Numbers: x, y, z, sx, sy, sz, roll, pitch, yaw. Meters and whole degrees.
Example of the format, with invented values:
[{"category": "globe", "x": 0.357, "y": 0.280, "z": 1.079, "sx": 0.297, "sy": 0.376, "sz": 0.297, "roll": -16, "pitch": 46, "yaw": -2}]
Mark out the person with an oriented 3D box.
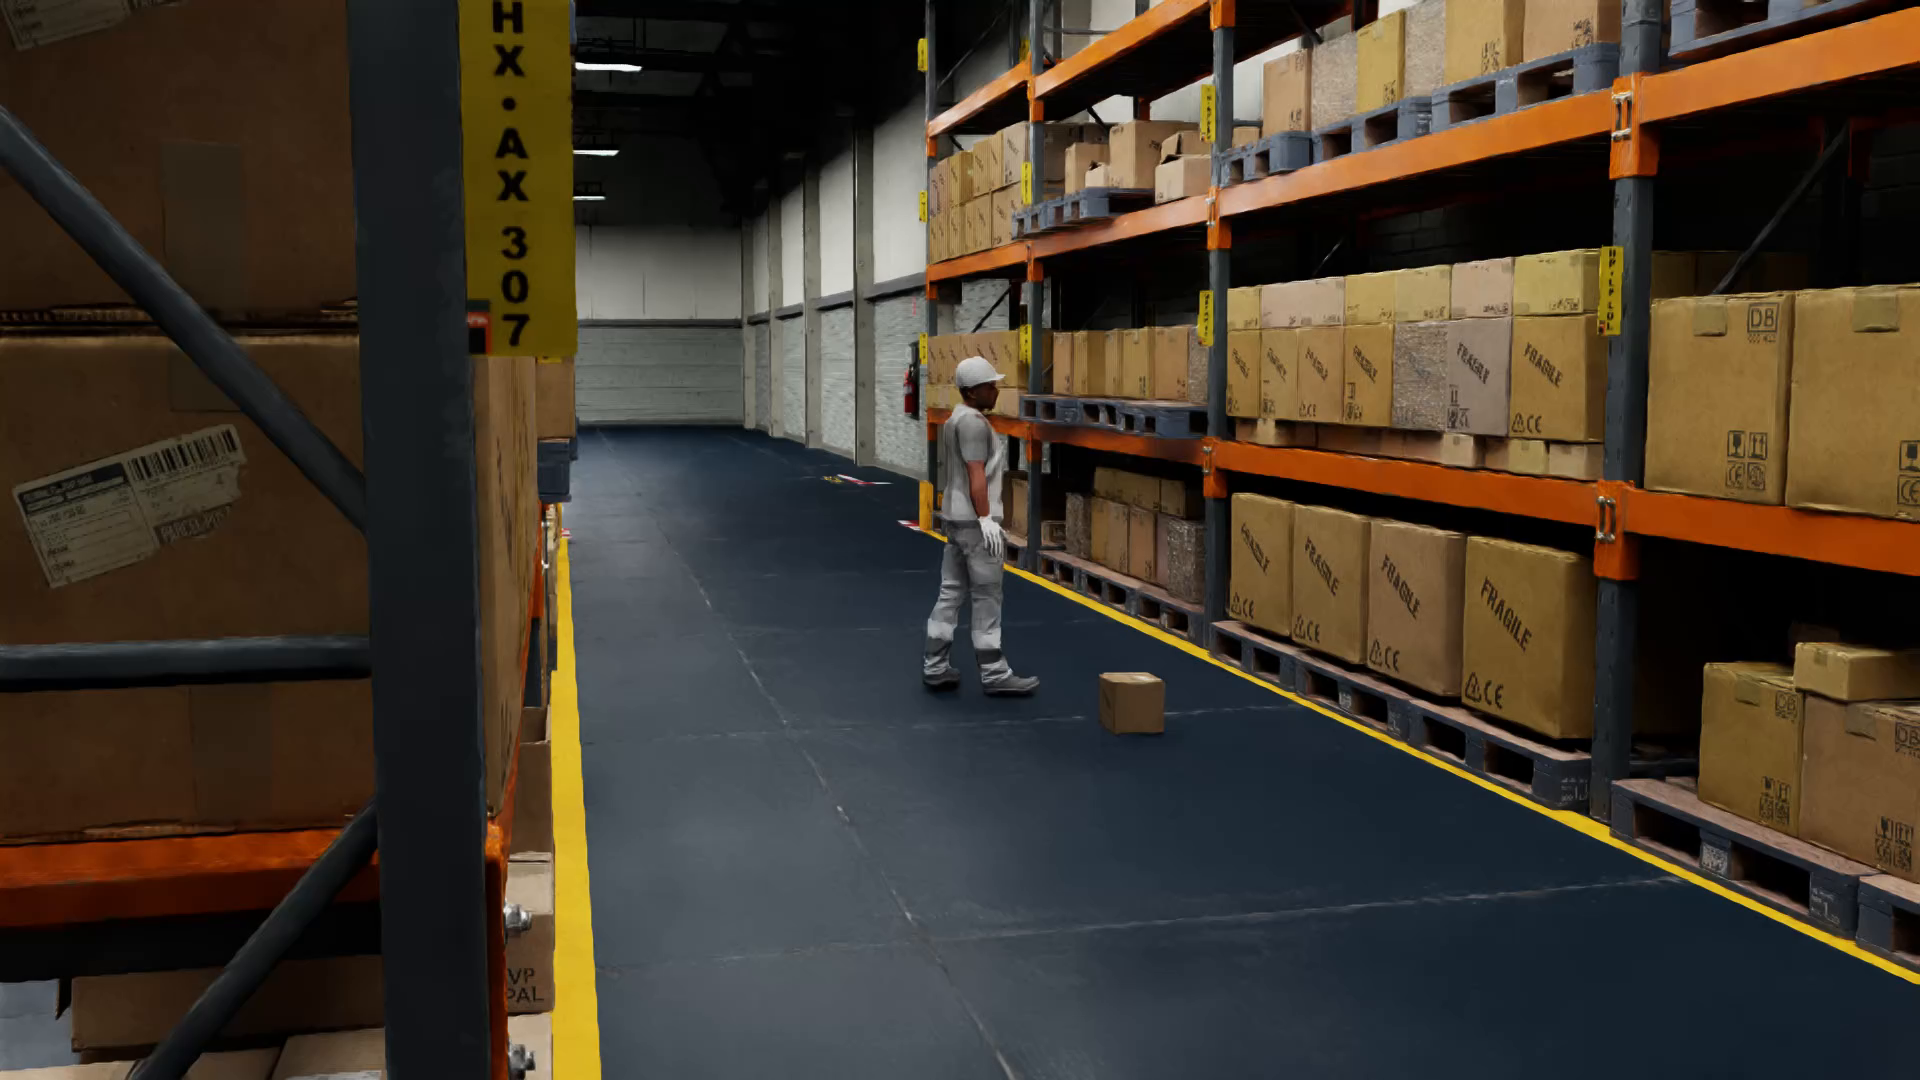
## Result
[{"category": "person", "x": 0.119, "y": -0.076, "z": 8.877, "sx": 0.582, "sy": 1.792, "sz": 0.725, "roll": -1, "pitch": 6, "yaw": -12}]
